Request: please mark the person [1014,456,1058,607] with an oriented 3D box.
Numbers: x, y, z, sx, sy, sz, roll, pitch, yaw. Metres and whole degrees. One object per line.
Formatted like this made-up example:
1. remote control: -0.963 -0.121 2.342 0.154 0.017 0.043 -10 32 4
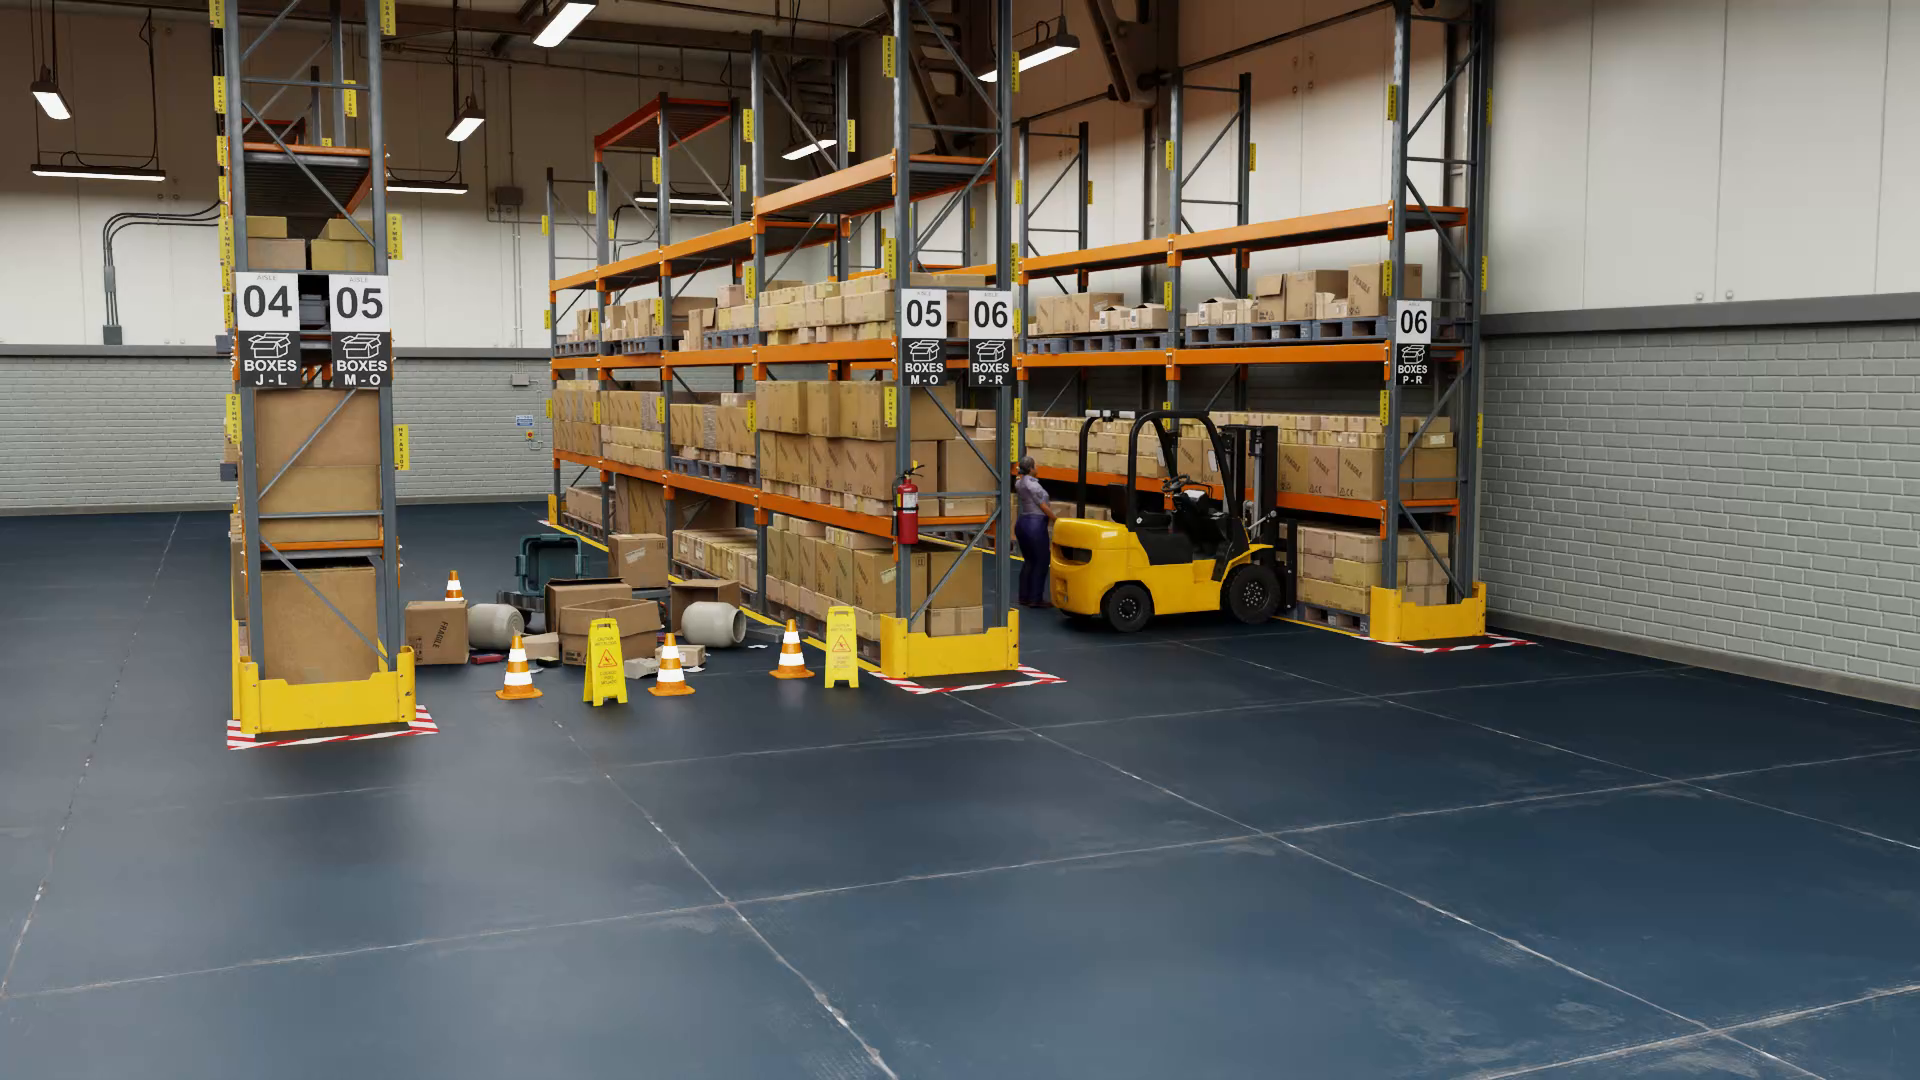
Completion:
1. person: 0.863 -0.098 18.162 0.516 1.634 0.452 -2 6 -24
